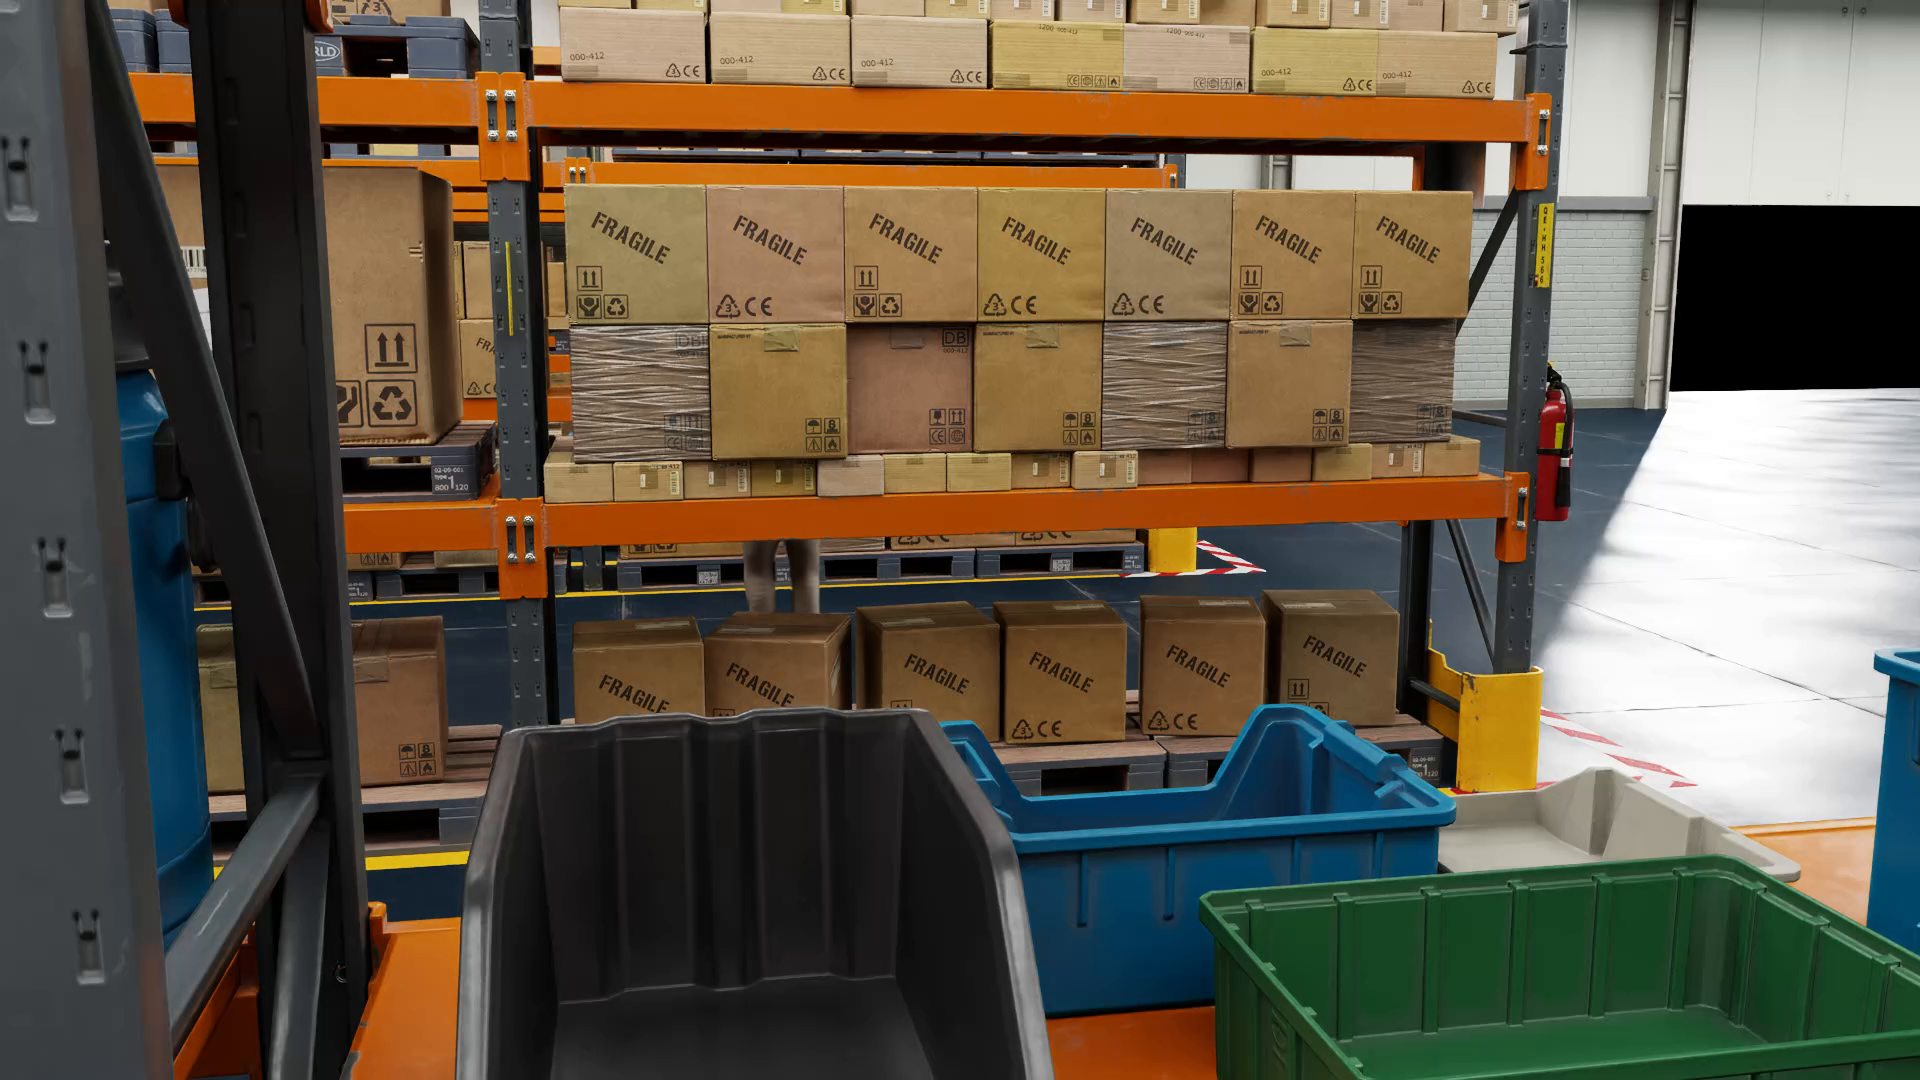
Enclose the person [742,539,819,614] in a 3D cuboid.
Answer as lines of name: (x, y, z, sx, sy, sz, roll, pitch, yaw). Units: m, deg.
person: (-1.006, -0.225, 9.098, 0.494, 1.641, 0.538, -2, 10, -10)
